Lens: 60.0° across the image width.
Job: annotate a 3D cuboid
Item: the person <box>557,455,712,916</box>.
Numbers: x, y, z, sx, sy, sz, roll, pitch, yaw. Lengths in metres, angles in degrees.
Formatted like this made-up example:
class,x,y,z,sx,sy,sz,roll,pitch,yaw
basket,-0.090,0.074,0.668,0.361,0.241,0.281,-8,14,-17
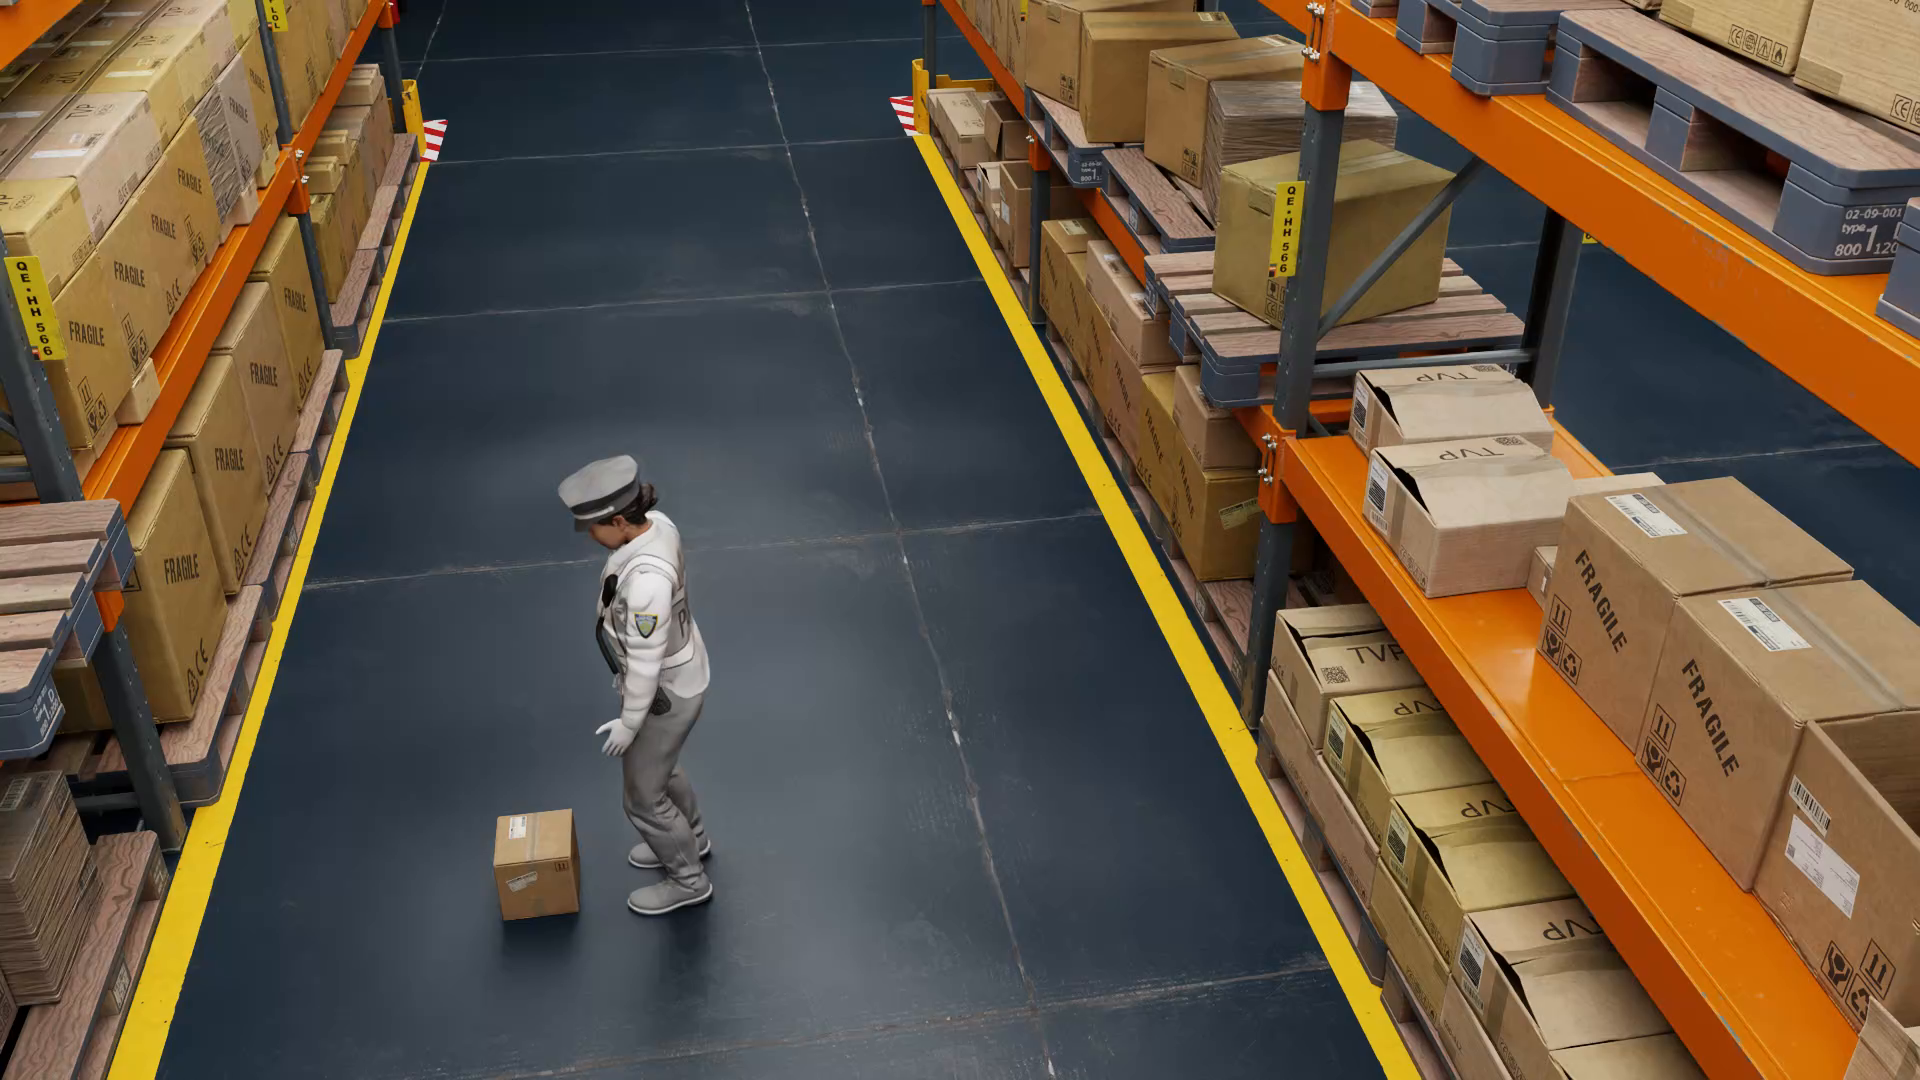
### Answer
class,x,y,z,sx,sy,sz,roll,pitch,yaw
person,-0.998,0.490,5.342,0.396,1.648,0.488,-5,31,-8
